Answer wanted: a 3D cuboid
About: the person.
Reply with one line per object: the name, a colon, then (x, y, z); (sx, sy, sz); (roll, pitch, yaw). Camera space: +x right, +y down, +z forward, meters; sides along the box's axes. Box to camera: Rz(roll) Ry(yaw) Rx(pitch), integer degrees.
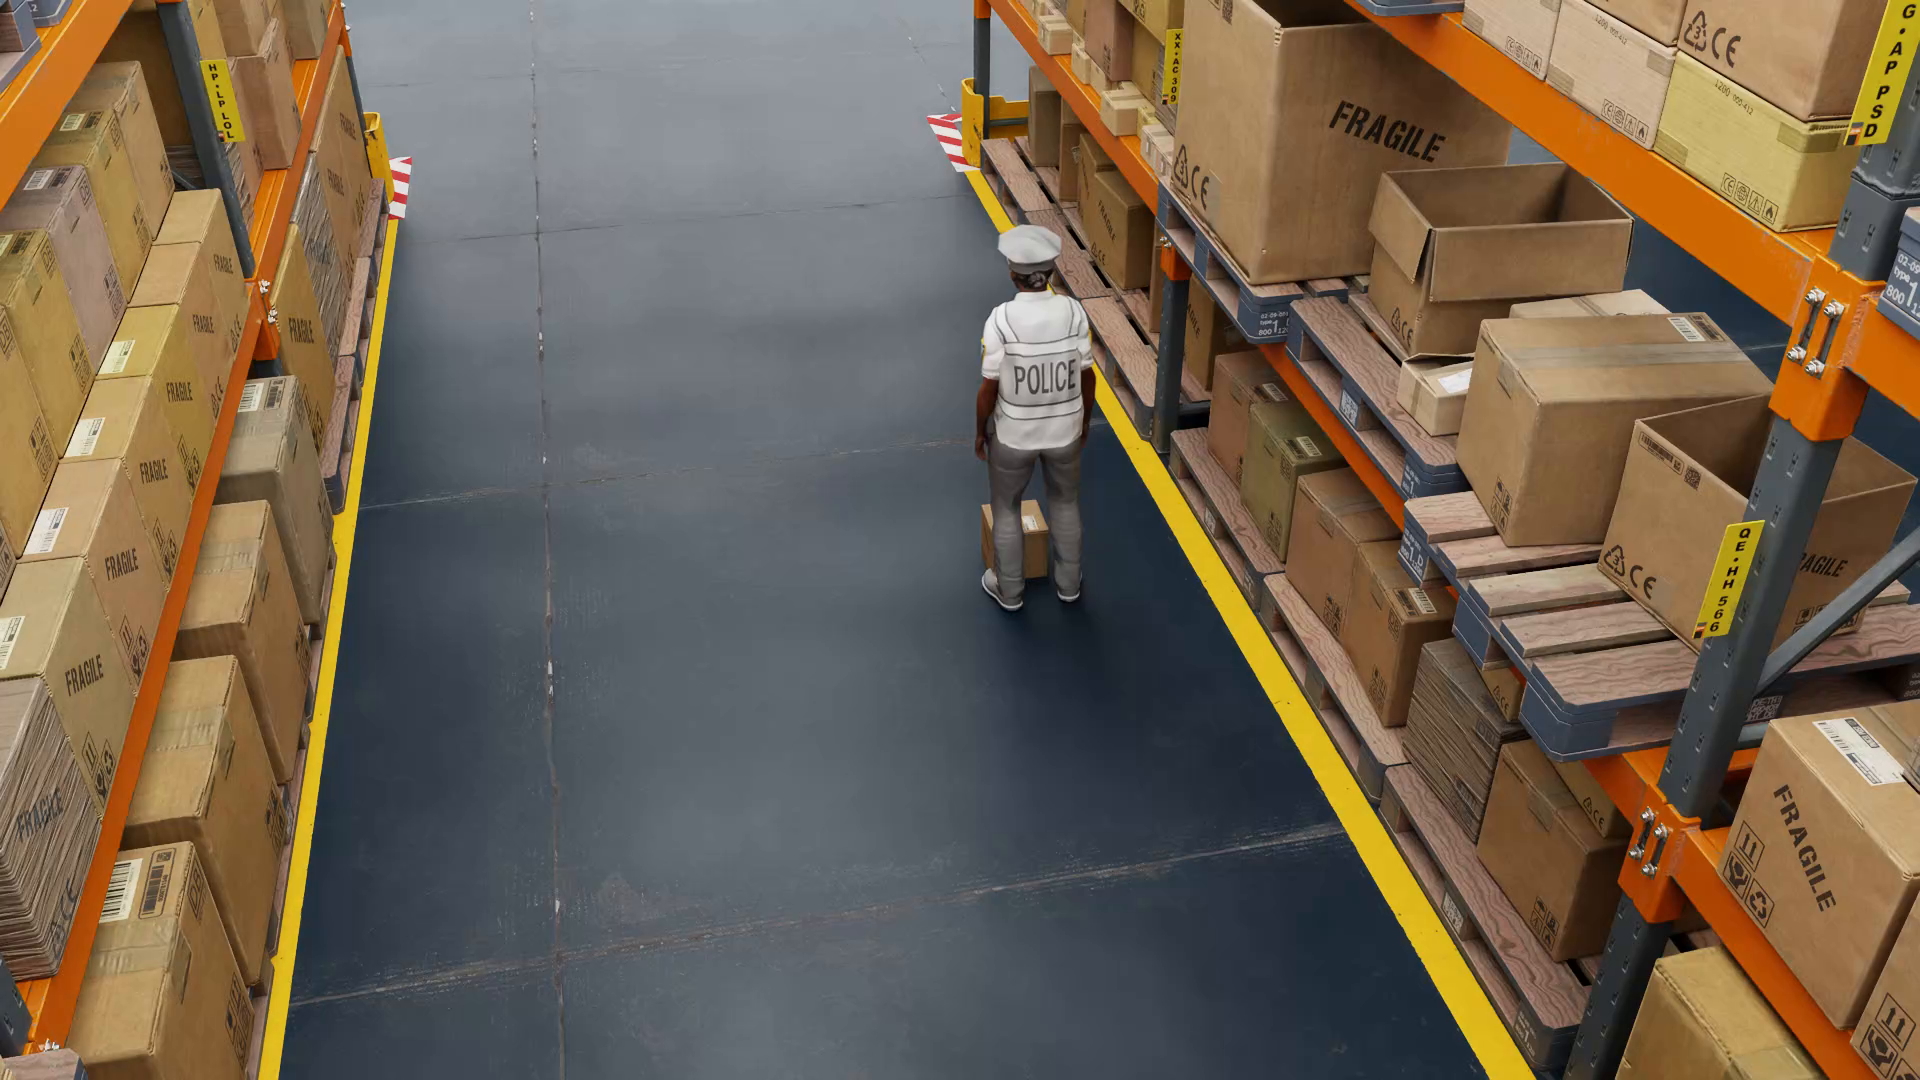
person: (0.301, -0.469, 6.824); (0.505, 1.659, 0.323); (-7, 35, -10)
